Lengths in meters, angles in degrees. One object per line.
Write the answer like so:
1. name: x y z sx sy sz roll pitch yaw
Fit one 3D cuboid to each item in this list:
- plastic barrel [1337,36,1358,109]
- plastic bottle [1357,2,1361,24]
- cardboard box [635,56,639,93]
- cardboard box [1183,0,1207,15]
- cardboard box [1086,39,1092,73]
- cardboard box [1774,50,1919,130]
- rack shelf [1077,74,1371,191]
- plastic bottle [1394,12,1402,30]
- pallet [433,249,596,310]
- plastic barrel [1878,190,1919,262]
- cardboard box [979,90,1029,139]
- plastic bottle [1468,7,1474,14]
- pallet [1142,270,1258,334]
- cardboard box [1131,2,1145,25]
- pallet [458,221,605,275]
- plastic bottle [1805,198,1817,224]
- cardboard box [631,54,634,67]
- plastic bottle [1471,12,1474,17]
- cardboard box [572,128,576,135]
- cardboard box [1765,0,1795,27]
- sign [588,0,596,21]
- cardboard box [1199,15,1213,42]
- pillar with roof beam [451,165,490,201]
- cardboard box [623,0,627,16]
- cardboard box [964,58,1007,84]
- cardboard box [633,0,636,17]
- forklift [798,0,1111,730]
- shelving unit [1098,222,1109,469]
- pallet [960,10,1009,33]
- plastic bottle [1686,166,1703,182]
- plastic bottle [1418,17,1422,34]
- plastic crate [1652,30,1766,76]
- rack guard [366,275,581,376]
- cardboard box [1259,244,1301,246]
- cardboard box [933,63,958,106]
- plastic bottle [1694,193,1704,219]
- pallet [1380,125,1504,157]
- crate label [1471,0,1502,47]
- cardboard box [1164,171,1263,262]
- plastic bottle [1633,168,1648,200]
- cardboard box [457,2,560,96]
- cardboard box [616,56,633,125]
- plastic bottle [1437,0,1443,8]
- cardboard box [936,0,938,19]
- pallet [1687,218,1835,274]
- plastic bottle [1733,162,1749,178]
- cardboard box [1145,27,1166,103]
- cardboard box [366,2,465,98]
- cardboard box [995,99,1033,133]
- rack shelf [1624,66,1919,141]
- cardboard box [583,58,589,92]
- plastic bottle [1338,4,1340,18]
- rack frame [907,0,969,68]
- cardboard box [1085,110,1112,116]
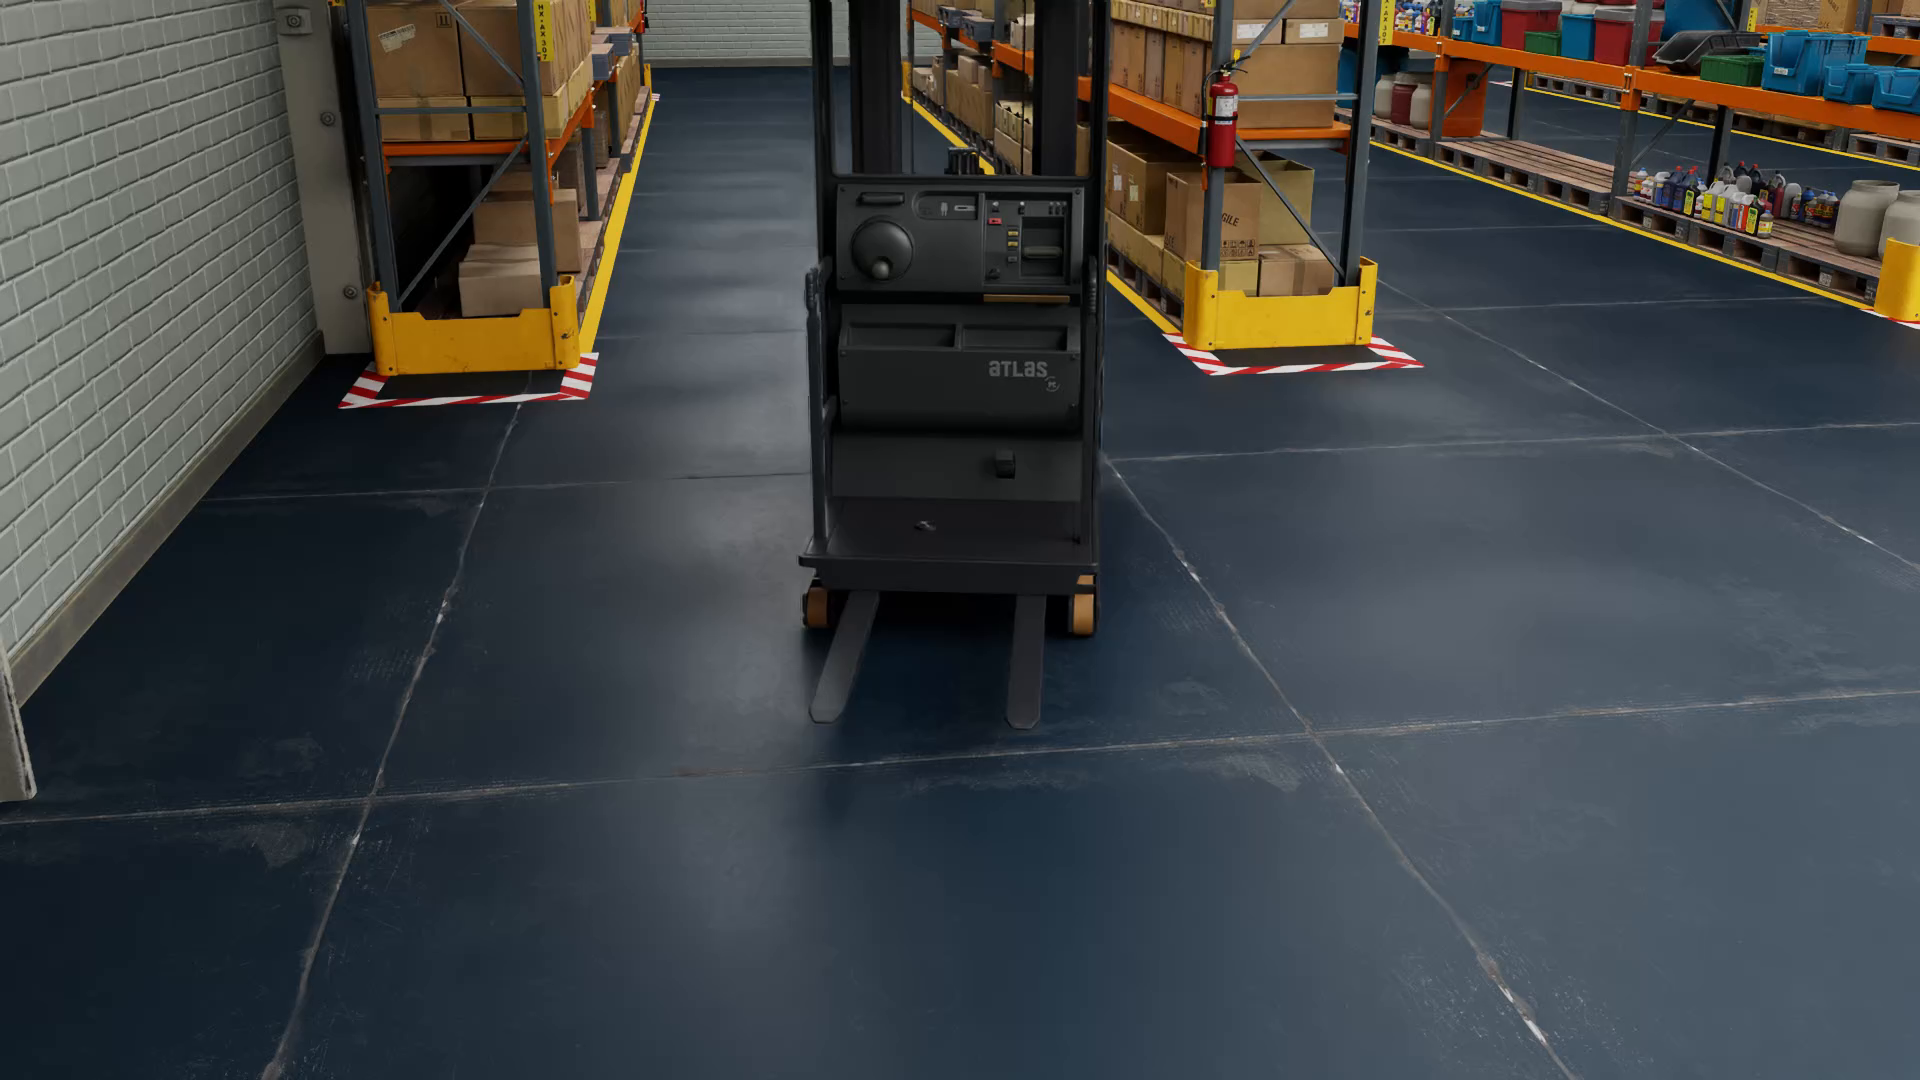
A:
1. plastic barrel: 5.251 -6.112 21.693 0.600 0.901 0.708 -3 21 -8
2. plastic bottle: 5.013 -6.530 20.589 0.152 0.276 0.135 -3 21 -8
3. cardboard box: -4.919 -6.588 23.541 0.700 0.500 0.500 -3 21 -8
4. cardboard box: 1.874 -3.702 10.843 0.700 0.500 0.500 -3 21 -9
5. cardboard box: 1.326 -4.168 14.302 0.500 0.250 0.500 -2 21 -4
6. cardboard box: 10.588 -5.394 19.808 1.225 0.875 0.875 -4 21 -10
7. rack shelf: 1.729 -3.040 12.097 1.077 0.370 4.000 -3 21 -8
8. plastic bottle: 5.155 -6.085 19.505 0.097 0.201 0.097 0 20 0
9. pallet: -3.150 -1.858 11.889 1.003 0.211 1.213 -3 21 -8
10. plastic barrel: 6.749 -2.188 11.744 0.421 0.512 0.421 0 20 0
11. cardboard box: 0.497 -4.802 18.729 0.500 0.500 0.500 -2 21 -6
12. plastic bottle: 5.907 -6.007 19.197 0.097 0.271 0.097 0 20 0
13. pallet: 1.865 -1.641 11.308 1.003 0.211 1.213 -3 21 -8
14. cardboard box: 1.477 -3.871 12.225 0.380 0.149 0.250 -4 21 -9
15. pallet: -3.329 -2.281 13.023 1.003 0.211 1.213 -3 21 -8
16. plastic bottle: 6.888 -2.659 13.420 0.097 0.201 0.097 0 20 0
17. cardboard box: -4.489 -6.310 21.868 0.380 0.149 0.250 -2 21 -6
18. plastic bottle: 5.957 -5.971 19.094 0.152 0.276 0.135 -3 21 -8
19. cardboard box: -3.729 -3.791 14.951 0.500 0.250 0.500 -4 21 -9
20. cardboard box: 10.207 -6.511 20.218 0.500 0.500 0.500 -4 21 -10
21. sign: -2.925 -4.254 13.081 0.100 0.325 0.005 -3 21 -8
22. cardboard box: 1.734 -3.249 10.557 0.380 0.149 0.250 -2 21 -6
23. pillar with roof beam: -0.446 -7.737 15.070 9.100 9.000 0.400 -3 21 -8
24. cardboard box: -4.215 -6.461 19.630 0.500 0.500 0.500 -3 21 -7
25. cardboard box: 0.333 -5.526 19.597 0.500 0.250 0.500 -3 21 -9
26. cardboard box: -4.891 -7.422 22.372 0.980 0.700 0.700 -4 21 -10
27. forklift: -0.014 -1.129 6.049 1.130 2.935 3.031 1 21 4
28. shelving unit: 0.416 -0.907 7.930 0.503 1.200 0.258 7 22 19
29. pallet: 0.579 -6.038 19.369 1.003 0.211 1.213 -3 21 -8
30. plastic bottle: 6.191 -2.990 14.092 0.144 0.351 0.185 -3 21 -8
31. plastic bottle: 5.254 -5.849 18.874 0.097 0.201 0.097 0 20 0
32. plastic crate: 6.292 -4.101 13.999 0.767 0.338 0.504 -3 21 -8
33. rack guard: -2.895 -1.289 9.952 1.175 0.500 0.348 -3 21 -8
34. cardboard box: 2.084 -1.963 11.515 0.500 0.250 0.500 -3 21 -8
35. cardboard box: -0.076 -6.057 22.091 0.500 0.500 0.500 -3 21 -8
36. plastic bottle: 6.093 -2.748 13.658 0.097 0.201 0.097 0 20 0
37. pallet: 5.611 -4.668 19.411 1.003 0.211 1.213 -3 21 -8
38. crate label: 5.642 -5.362 17.235 0.502 0.435 0.616 -3 21 -8
39. cardboard box: 1.645 -2.115 10.850 0.500 0.500 0.500 -3 21 -8
40. plastic bottle: 5.955 -3.114 14.536 0.097 0.271 0.097 0 20 0
41. cardboard box: -2.656 -2.904 9.819 0.500 0.500 0.500 -3 21 -8
42. cardboard box: -4.261 -5.252 19.463 0.750 0.750 0.750 -2 21 -6
43. plastic bottle: 5.805 -6.382 20.086 0.144 0.351 0.185 -3 21 -8
44. cardboard box: -0.039 -7.046 21.652 0.500 0.500 0.500 -3 21 -7
45. pallet: 6.577 -2.354 13.217 1.003 0.211 1.213 -3 21 -8
46. plastic bottle: 6.721 -3.075 14.319 0.144 0.351 0.185 -3 21 -9
47. cardboard box: 1.737 -3.430 11.969 0.700 0.500 0.500 -2 21 -6
48. cardboard box: -3.163 -2.876 9.744 0.500 0.500 0.500 -3 21 -8
49. cardboard box: 0.649 -4.430 17.317 0.500 0.311 0.500 -2 21 -6
50. rack shelf: 6.631 -3.289 12.762 1.077 0.370 4.000 -3 21 -8
51. cardboard box: -3.029 -3.436 12.314 0.500 0.250 0.500 -3 21 -8
52. plastic bottle: 4.874 -6.761 21.315 0.097 0.201 0.097 0 20 0
53. rack frame: -0.289 -8.224 24.949 1.000 3.000 0.127 -3 21 -8
54. cardboard box: 1.334 -4.102 16.441 0.500 0.311 0.500 -3 21 -8
